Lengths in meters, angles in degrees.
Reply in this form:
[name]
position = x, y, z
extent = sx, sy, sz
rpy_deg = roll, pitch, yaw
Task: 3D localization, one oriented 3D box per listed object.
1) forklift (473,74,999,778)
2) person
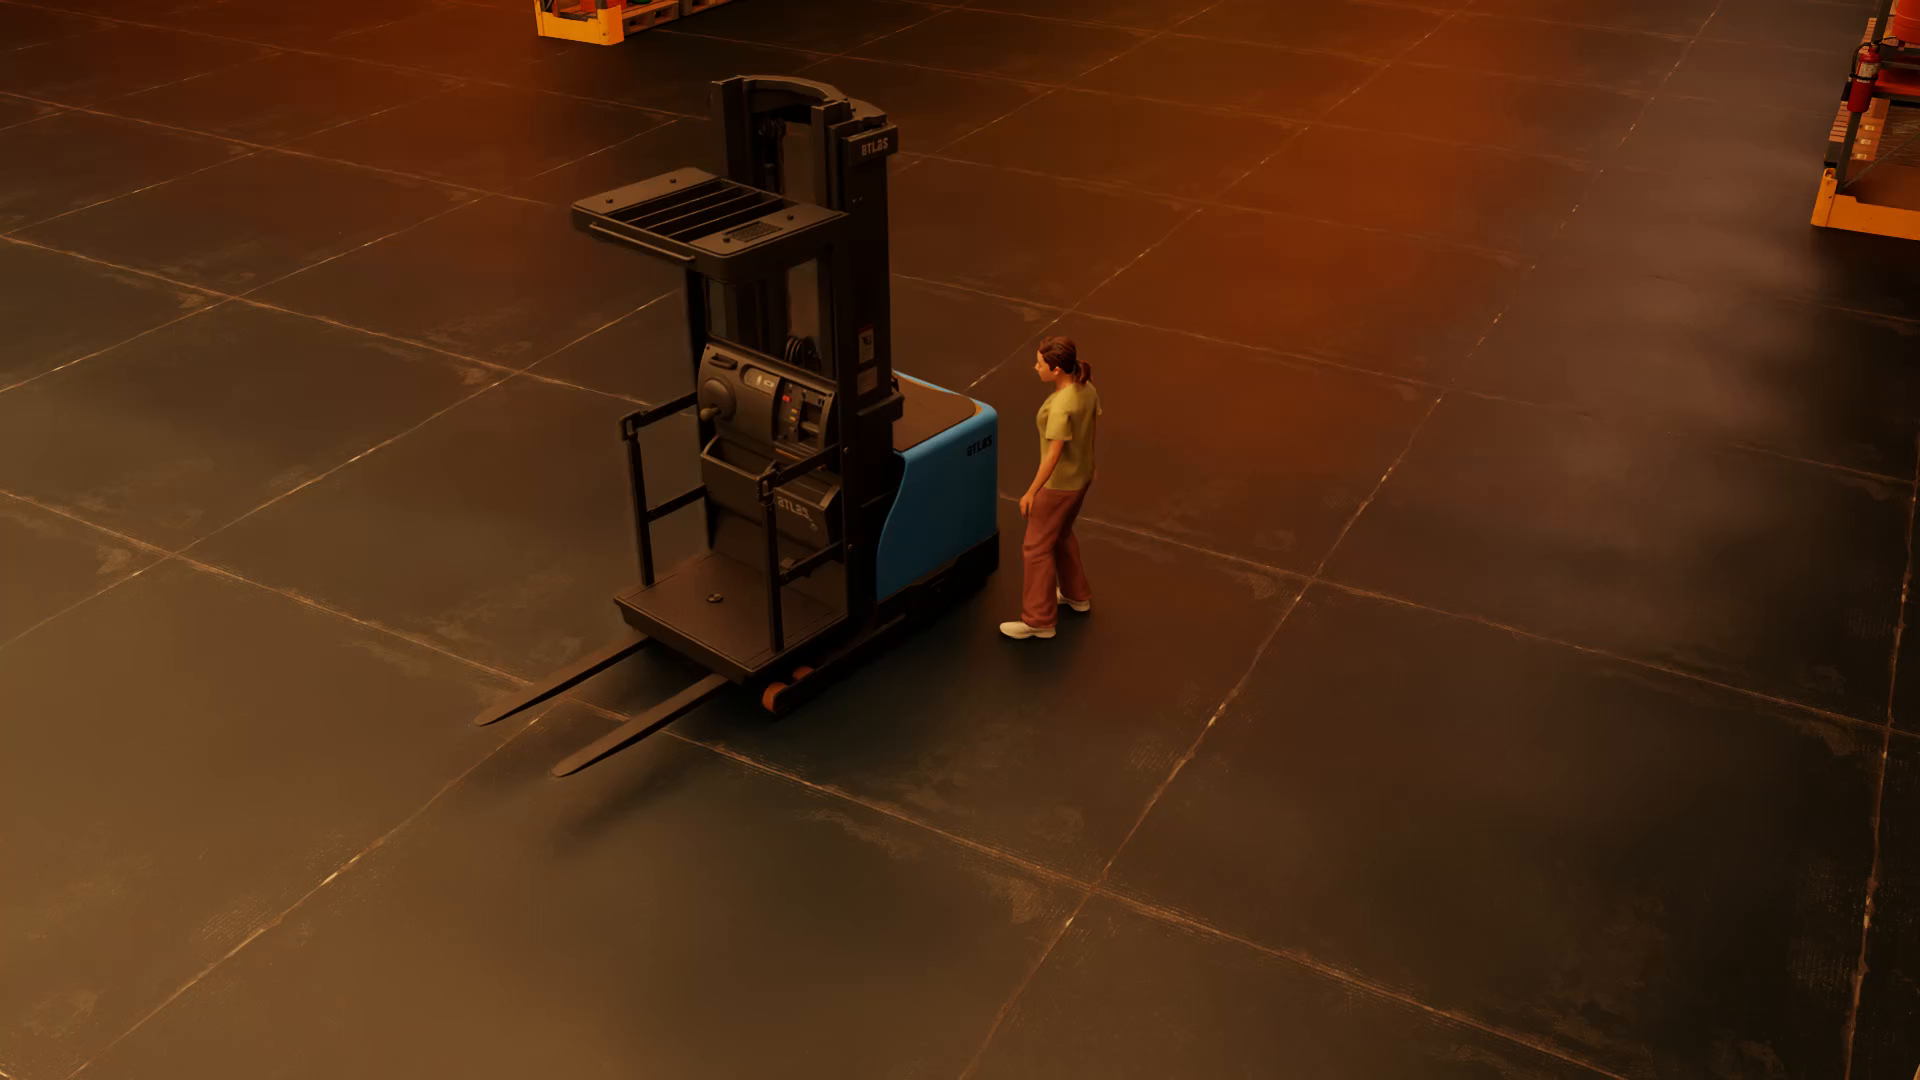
[forklift]
position = -1.117, -0.666, 8.224
extent = 1.130, 2.935, 3.031
rpy_deg = 23, 37, 34
[person]
position = 0.519, -0.317, 8.905
extent = 0.387, 1.650, 0.704
rpy_deg = 12, 32, 19
